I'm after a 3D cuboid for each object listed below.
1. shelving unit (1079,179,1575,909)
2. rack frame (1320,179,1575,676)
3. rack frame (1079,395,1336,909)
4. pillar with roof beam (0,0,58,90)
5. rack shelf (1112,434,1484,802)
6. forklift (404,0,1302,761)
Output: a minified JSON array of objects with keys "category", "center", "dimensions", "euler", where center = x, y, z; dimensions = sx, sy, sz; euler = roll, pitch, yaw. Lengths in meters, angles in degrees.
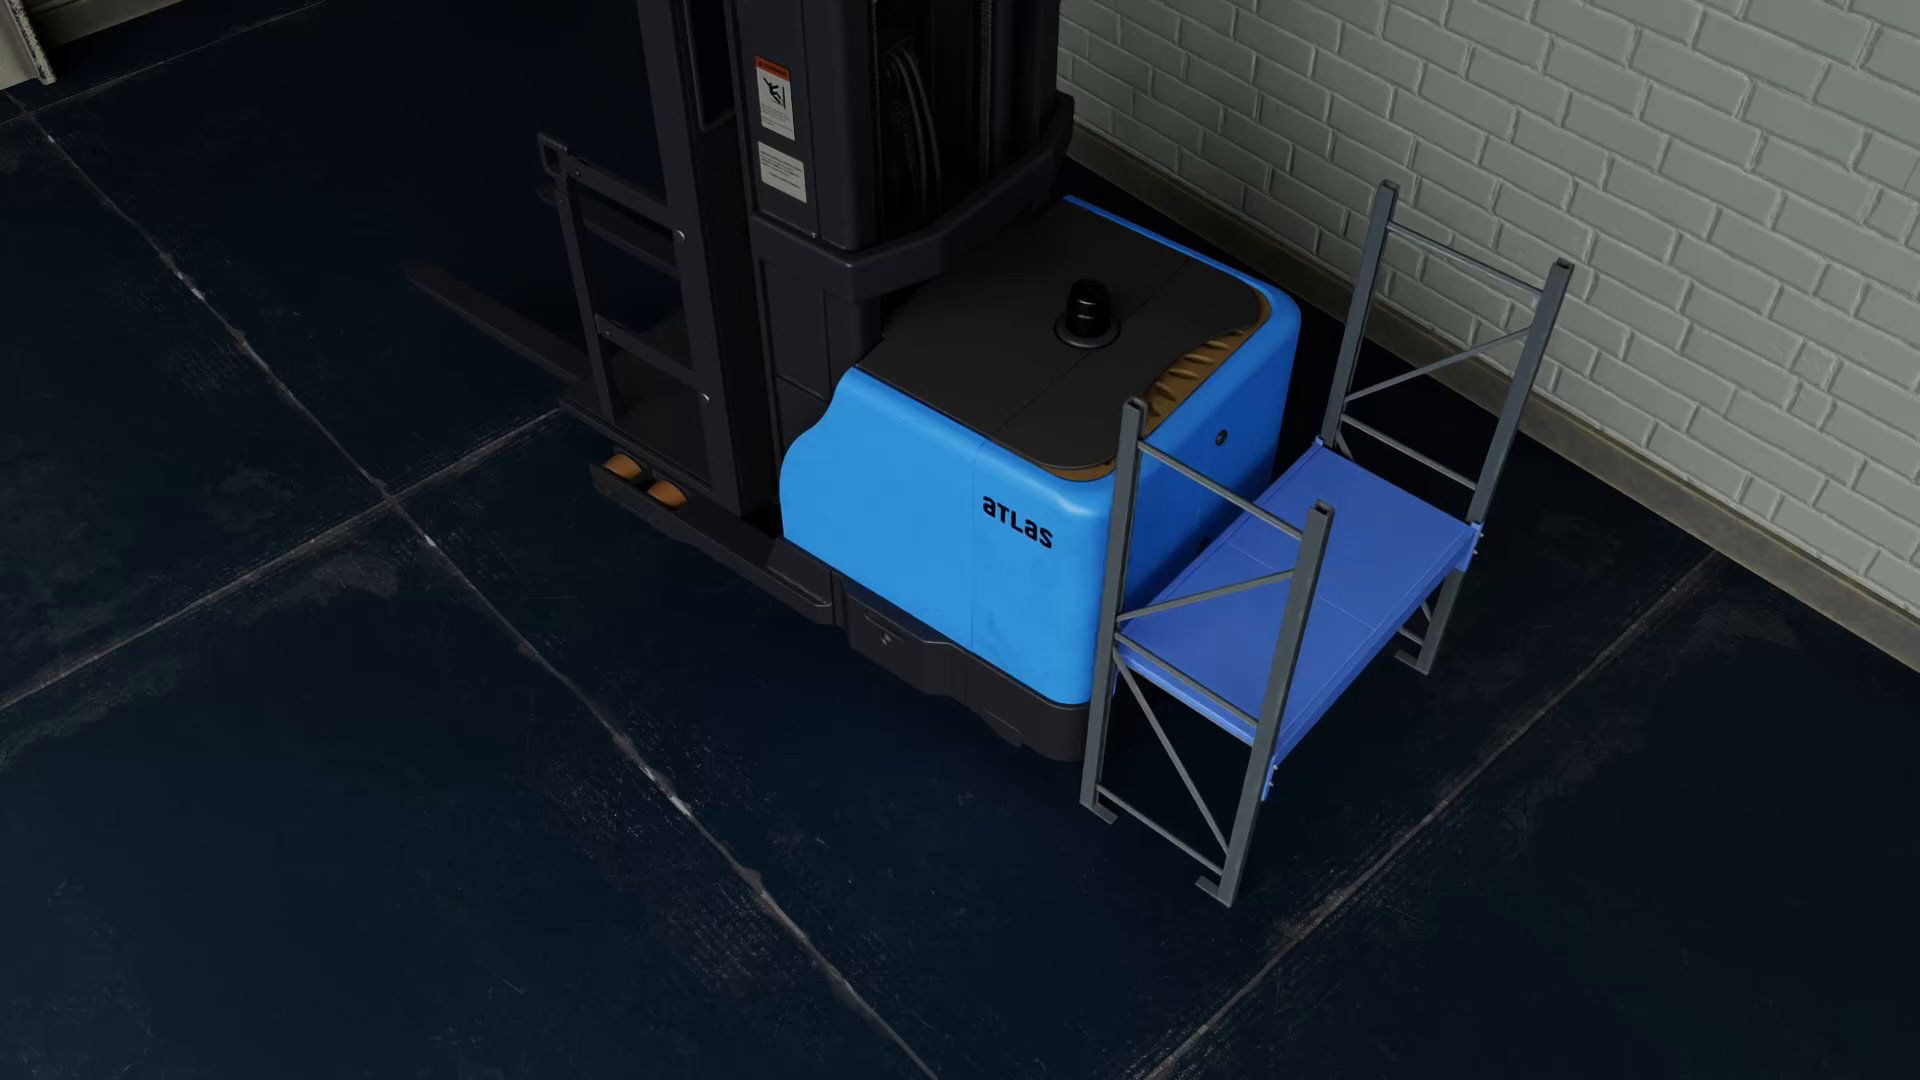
[{"category":"shelving unit","center":[0.865,0.048,4.182],"dimensions":[0.538,1.500,1.048],"euler":[33,55,26]},{"category":"rack frame","center":[1.197,-0.235,4.443],"dimensions":[0.500,1.500,0.032],"euler":[33,55,26]},{"category":"rack frame","center":[0.533,0.331,3.921],"dimensions":[0.500,1.500,0.032],"euler":[33,55,26]},{"category":"pillar with roof beam","center":[-1.176,-2.645,1.567],"dimensions":[0.400,9.000,9.100],"euler":[-34,56,-27]},{"category":"rack shelf","center":[0.864,0.169,4.315],"dimensions":[0.538,0.185,1.000],"euler":[33,55,26]},{"category":"forklift","center":[-0.552,-1.293,4.448],"dimensions":[3.031,2.935,1.130],"euler":[30,54,25]}]
